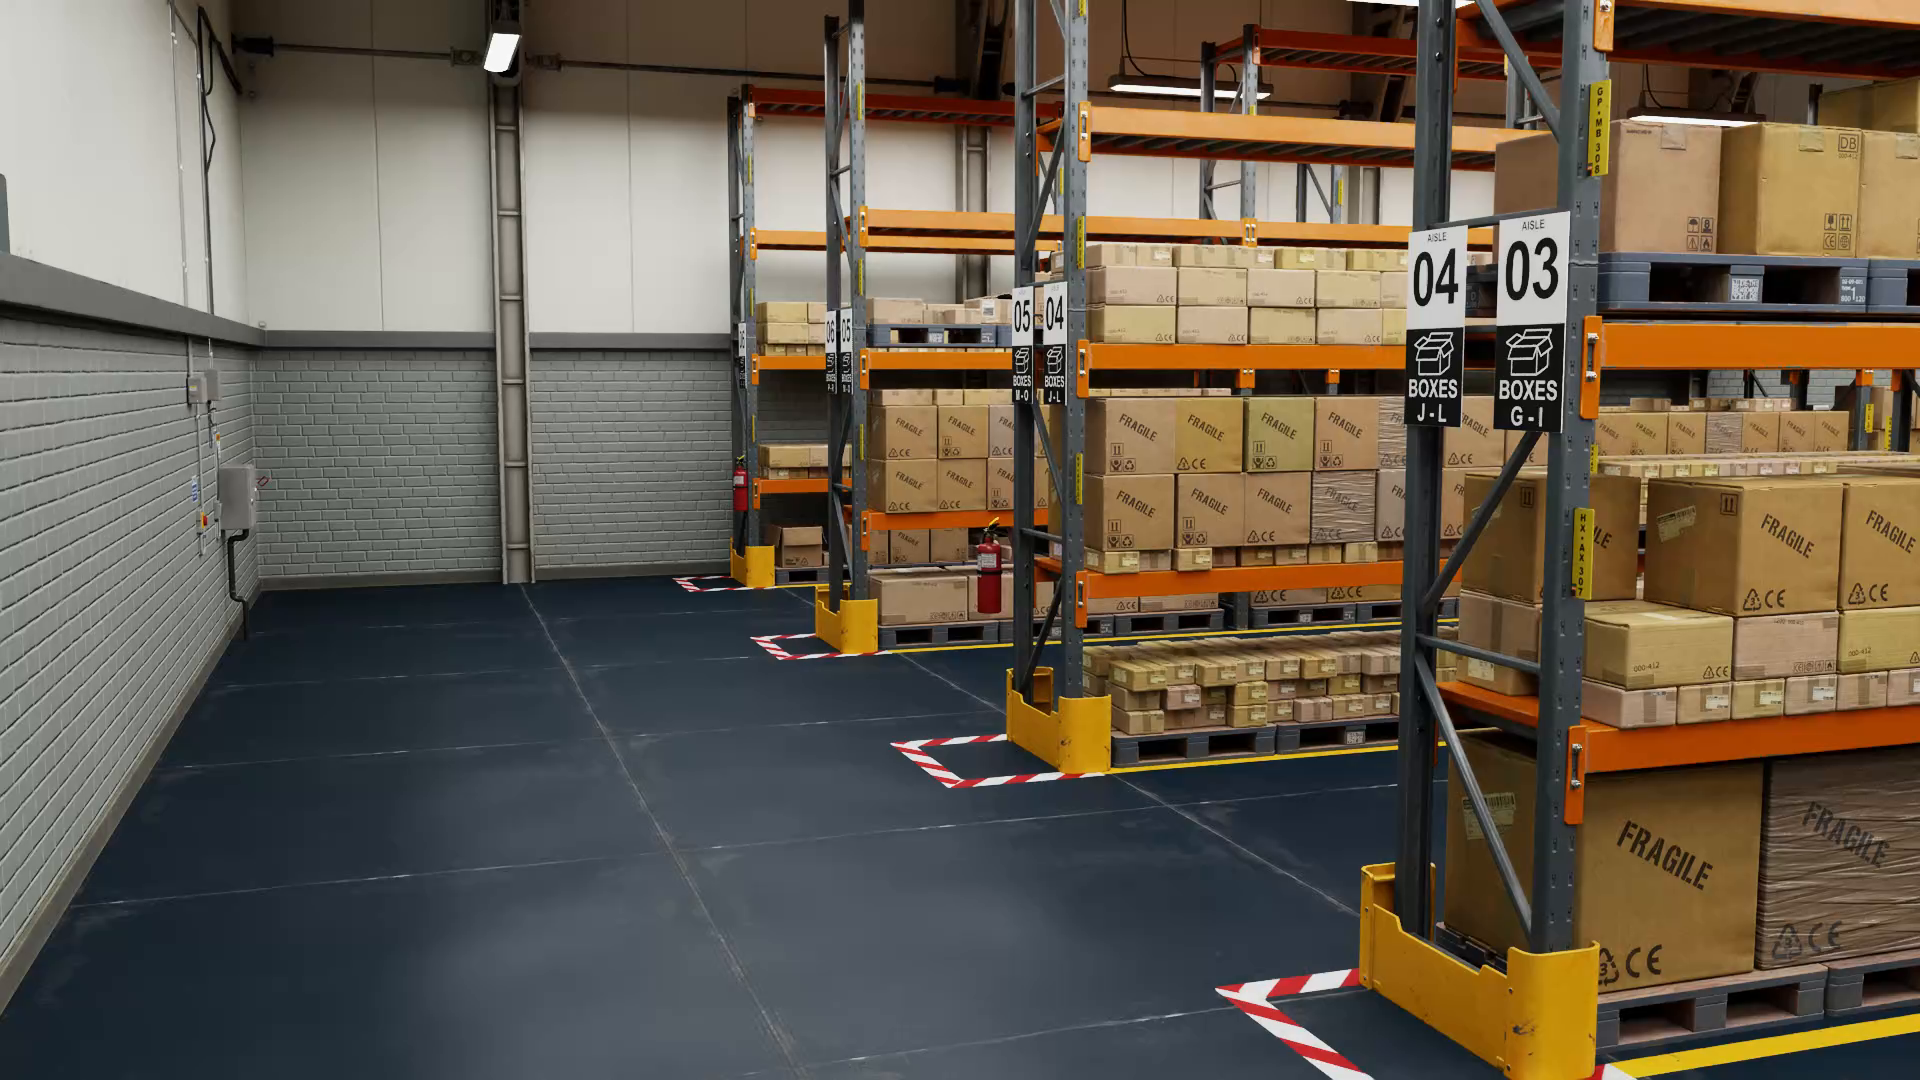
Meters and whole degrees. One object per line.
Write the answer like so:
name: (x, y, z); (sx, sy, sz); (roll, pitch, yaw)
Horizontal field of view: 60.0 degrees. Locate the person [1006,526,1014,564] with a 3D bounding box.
person: (0.712, -0.183, 19.454); (0.357, 1.673, 0.499); (-2, 6, -18)
